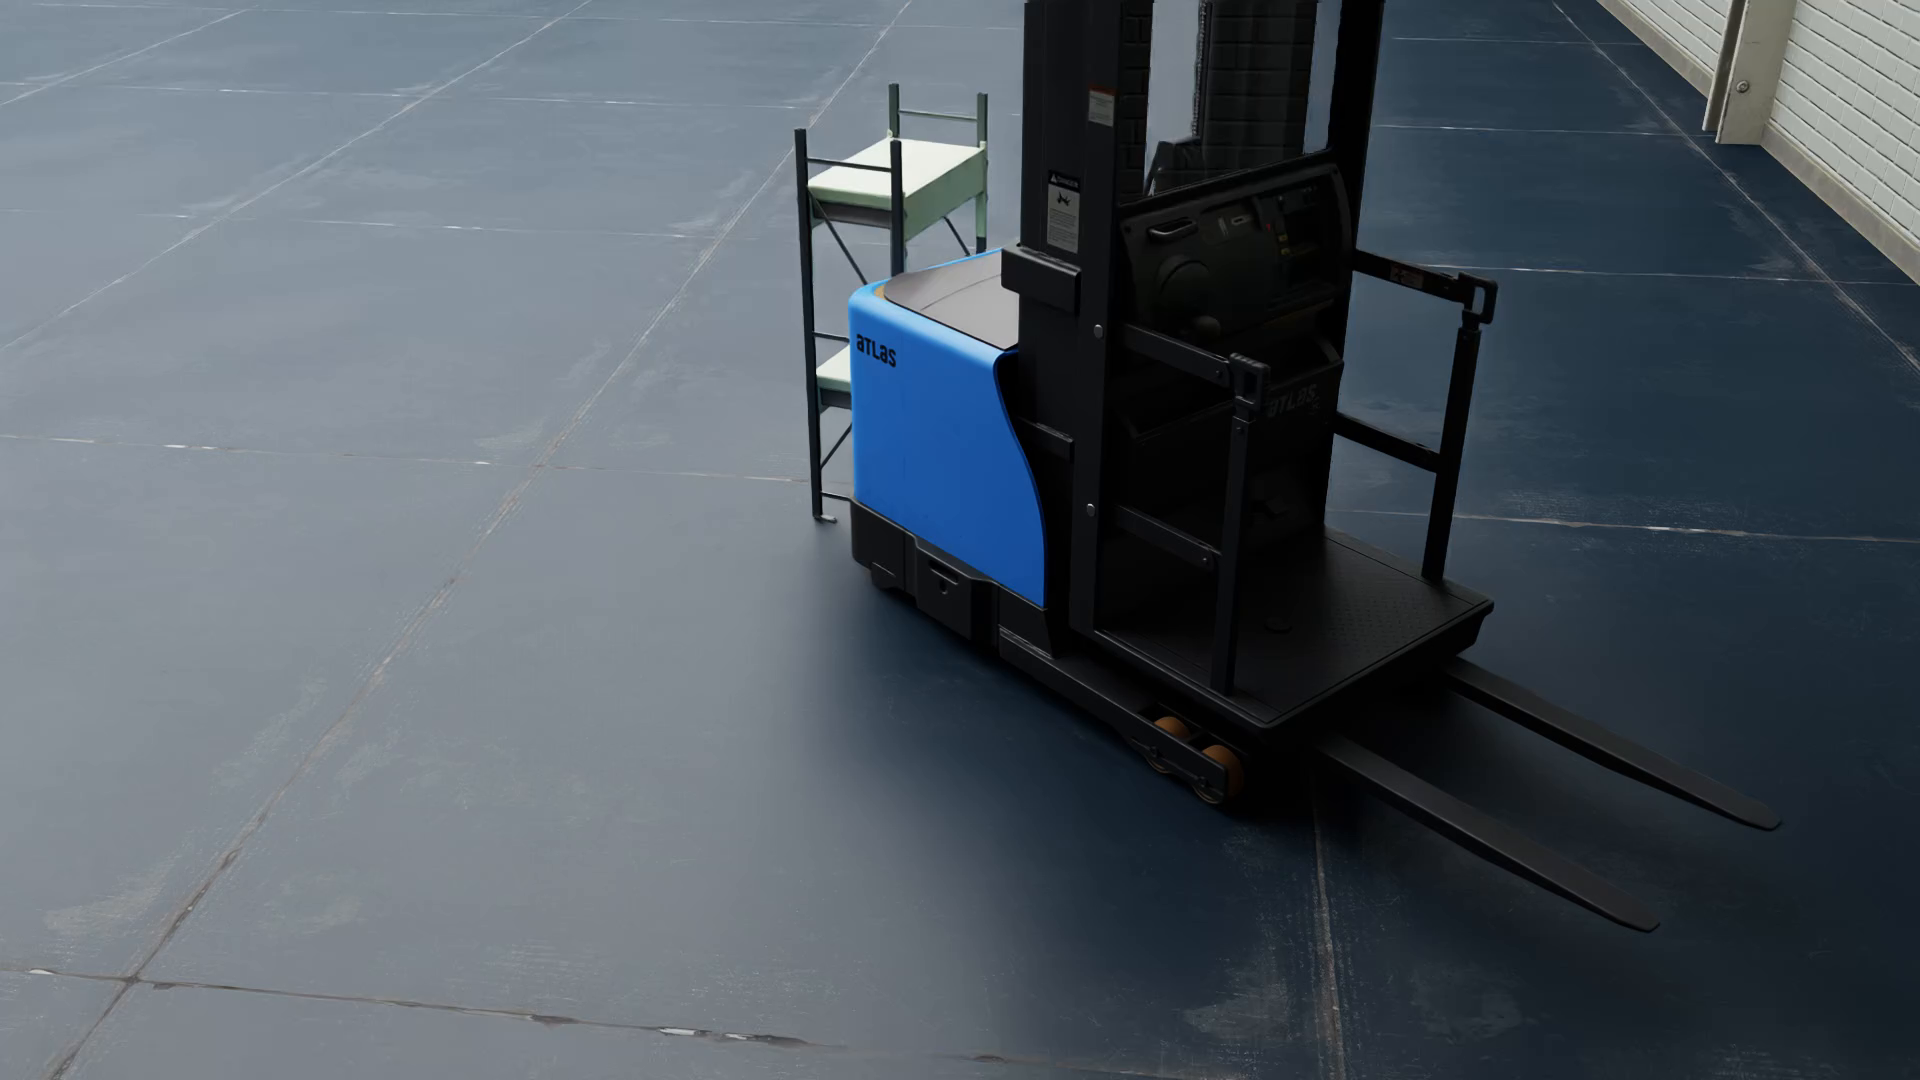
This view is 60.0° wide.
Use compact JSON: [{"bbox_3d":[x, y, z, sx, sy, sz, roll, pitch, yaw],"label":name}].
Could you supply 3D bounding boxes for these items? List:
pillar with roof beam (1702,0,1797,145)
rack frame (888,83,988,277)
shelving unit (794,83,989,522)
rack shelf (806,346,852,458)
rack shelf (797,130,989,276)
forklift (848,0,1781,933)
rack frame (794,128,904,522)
[{"bbox_3d":[1.014,-6.972,9.703,9.100,9.000,0.400,3,28,6],"label":"pillar with roof beam"},{"bbox_3d":[-0.084,-1.032,6.584,0.400,1.500,0.023,12,31,21],"label":"rack frame"},{"bbox_3d":[-0.233,-0.873,6.289,0.431,1.500,0.755,12,31,21],"label":"shelving unit"},{"bbox_3d":[-0.233,-0.586,6.444,0.431,0.370,0.720,12,31,21],"label":"rack shelf"},{"bbox_3d":[-0.233,-1.217,6.104,0.431,0.370,0.720,12,31,21],"label":"rack shelf"},{"bbox_3d":[0.944,-0.796,4.637,1.130,2.935,3.031,-22,35,-35],"label":"forklift"},{"bbox_3d":[-0.382,-0.714,5.995,0.400,1.500,0.023,12,31,21],"label":"rack frame"}]
